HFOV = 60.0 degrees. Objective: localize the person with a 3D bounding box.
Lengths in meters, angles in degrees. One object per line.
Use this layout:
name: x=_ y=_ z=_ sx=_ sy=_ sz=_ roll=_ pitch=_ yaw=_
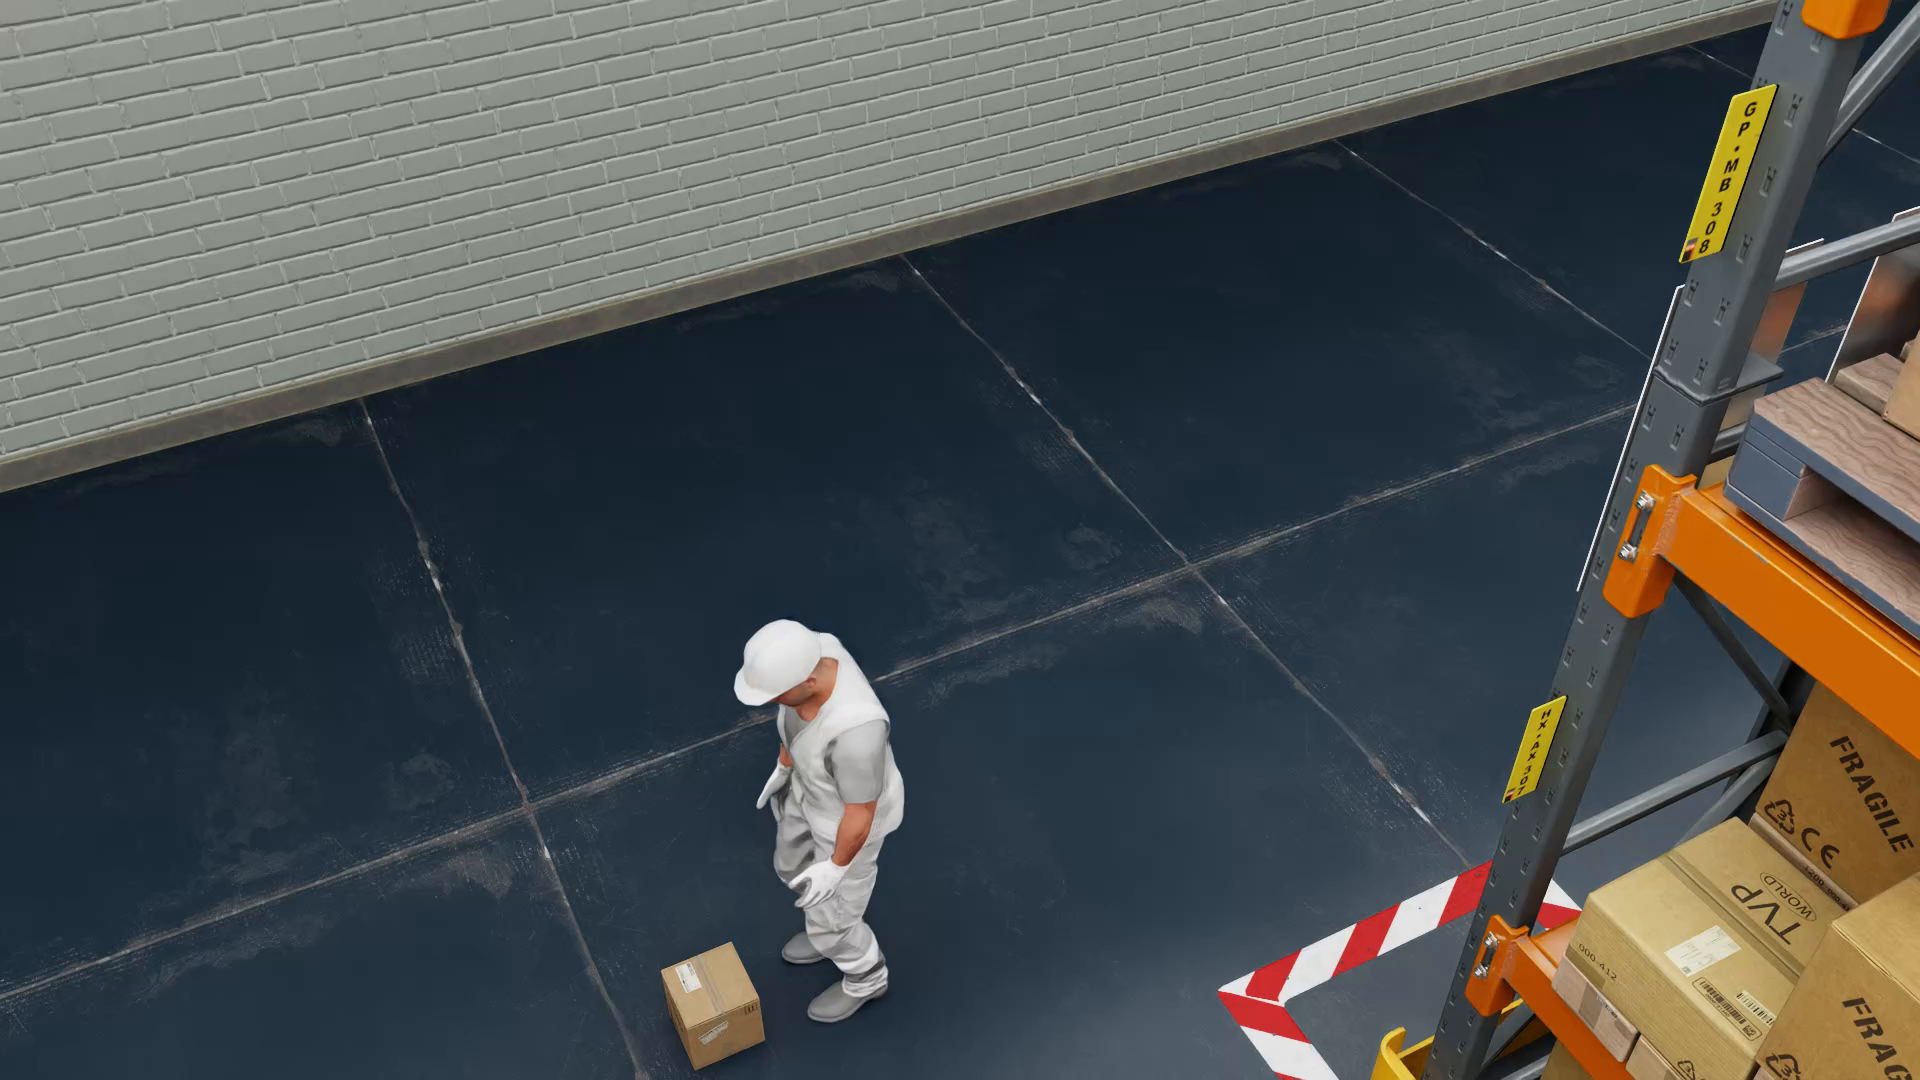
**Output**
person: x=-0.417 y=0.869 z=5.188 sx=0.477 sy=1.724 sz=0.547 roll=-18 pitch=44 yaw=-19
